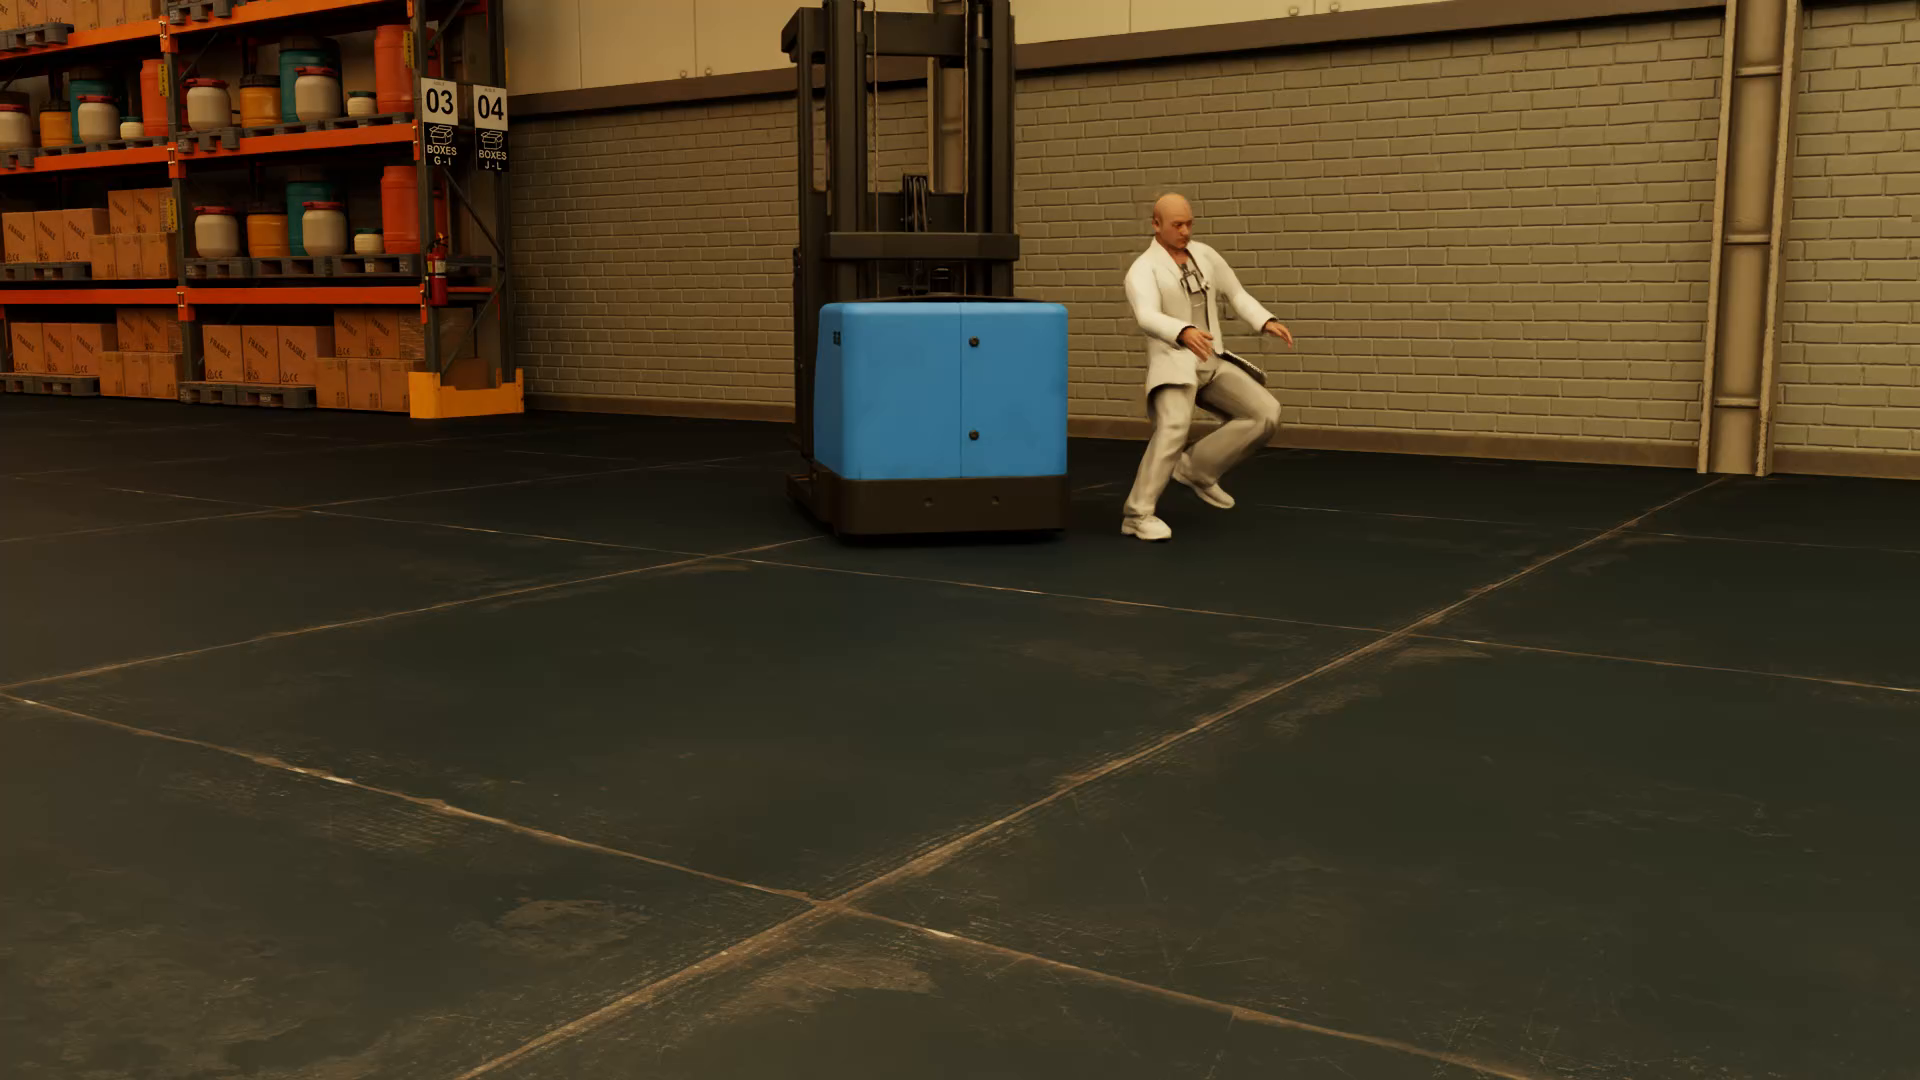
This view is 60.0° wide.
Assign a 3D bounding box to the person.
[{"bbox_3d":[1.145,-0.829,7.809,0.871,1.586,0.768,-5,9,-31],"label":"person"}]

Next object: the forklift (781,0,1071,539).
[{"bbox_3d":[-0.321,-1.623,8.609,1.130,2.935,3.031,-2,8,-12],"label":"forklift"}]
